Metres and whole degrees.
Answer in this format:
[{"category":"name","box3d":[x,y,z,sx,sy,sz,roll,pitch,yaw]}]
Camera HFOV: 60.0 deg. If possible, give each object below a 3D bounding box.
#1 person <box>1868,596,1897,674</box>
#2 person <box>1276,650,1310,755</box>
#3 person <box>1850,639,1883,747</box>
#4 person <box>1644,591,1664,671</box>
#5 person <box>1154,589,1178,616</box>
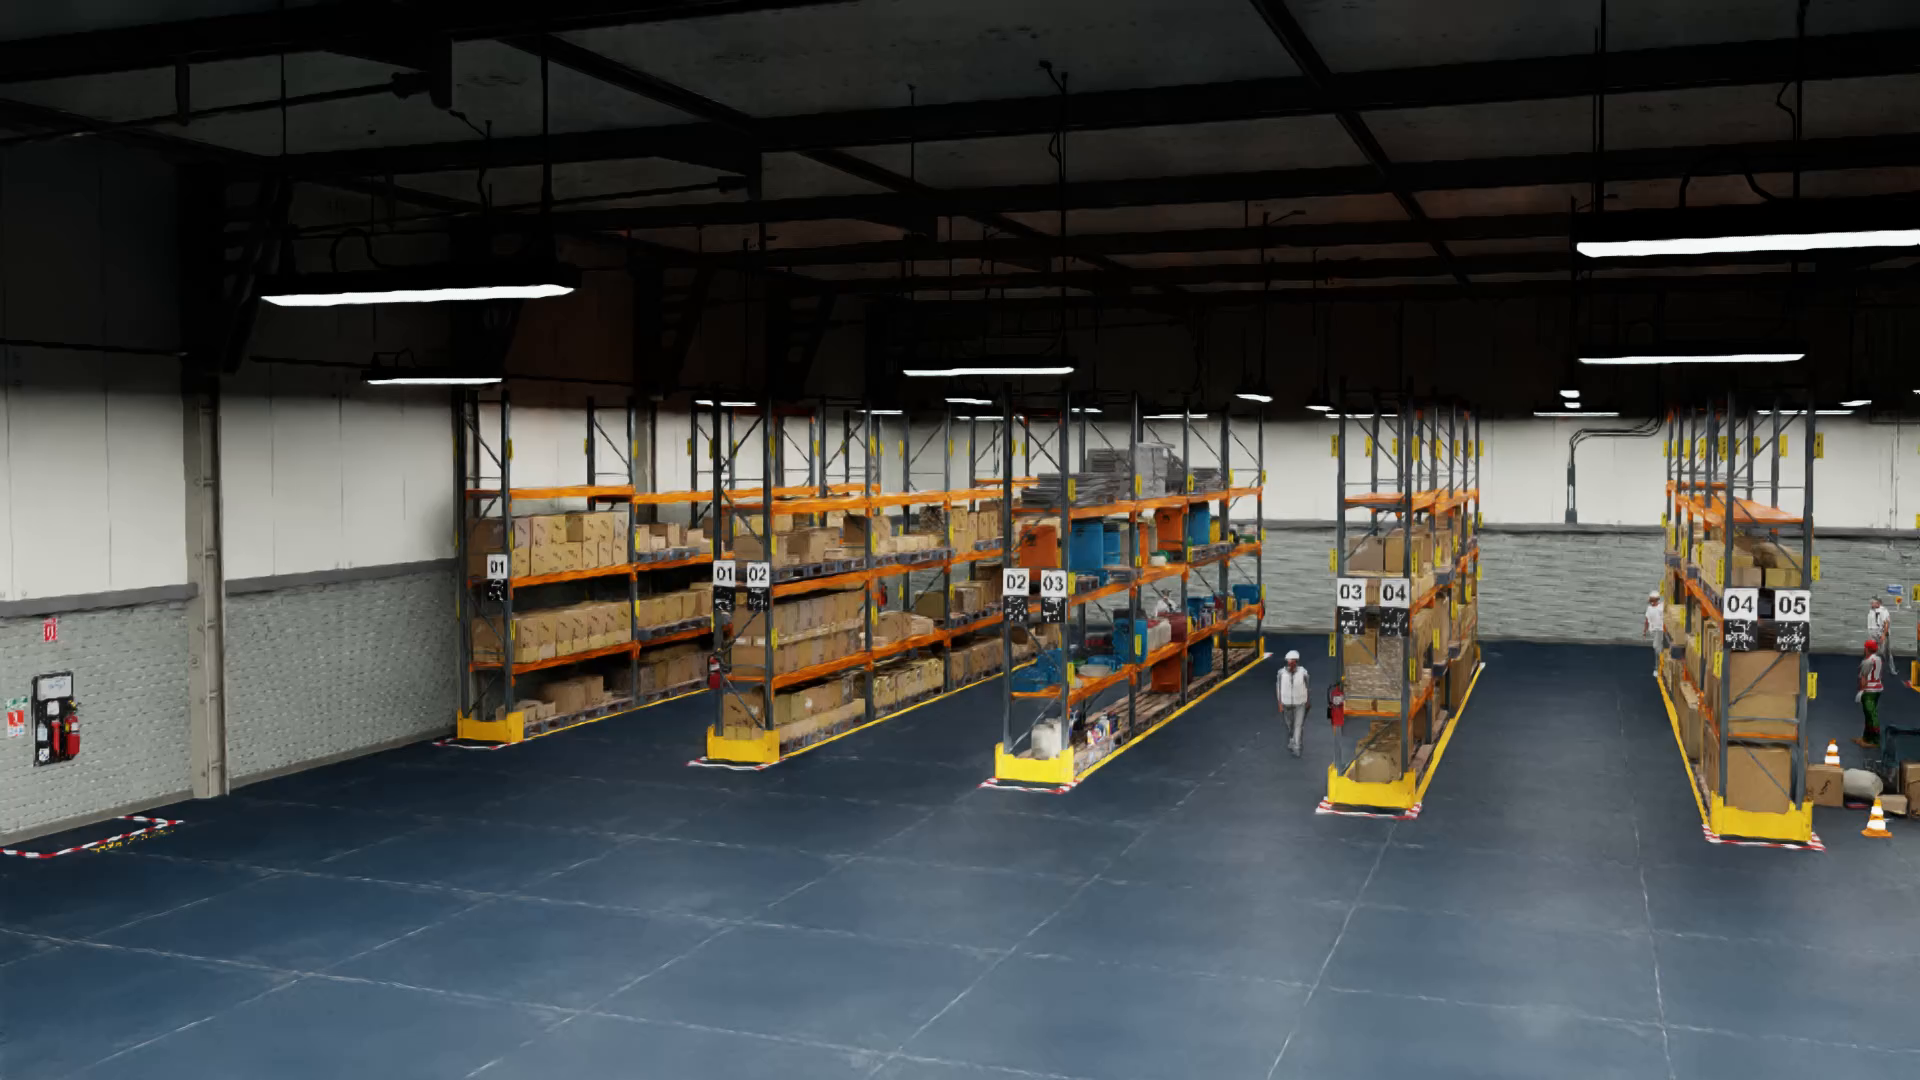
[{"category":"person","box3d":[20.415,2.103,36.851,0.635,1.738,0.587,-1,3,-14]},{"category":"person","box3d":[5.457,2.638,27.312,0.543,1.700,1.115,1,3,23]},{"category":"person","box3d":[15.266,2.555,27.969,0.646,1.785,0.546,-3,4,-41]},{"category":"person","box3d":[15.864,2.049,37.772,0.516,1.783,0.645,-1,3,-15]},{"category":"person","box3d":[4.997,1.979,40.241,0.639,1.632,0.512,1,3,19]}]
